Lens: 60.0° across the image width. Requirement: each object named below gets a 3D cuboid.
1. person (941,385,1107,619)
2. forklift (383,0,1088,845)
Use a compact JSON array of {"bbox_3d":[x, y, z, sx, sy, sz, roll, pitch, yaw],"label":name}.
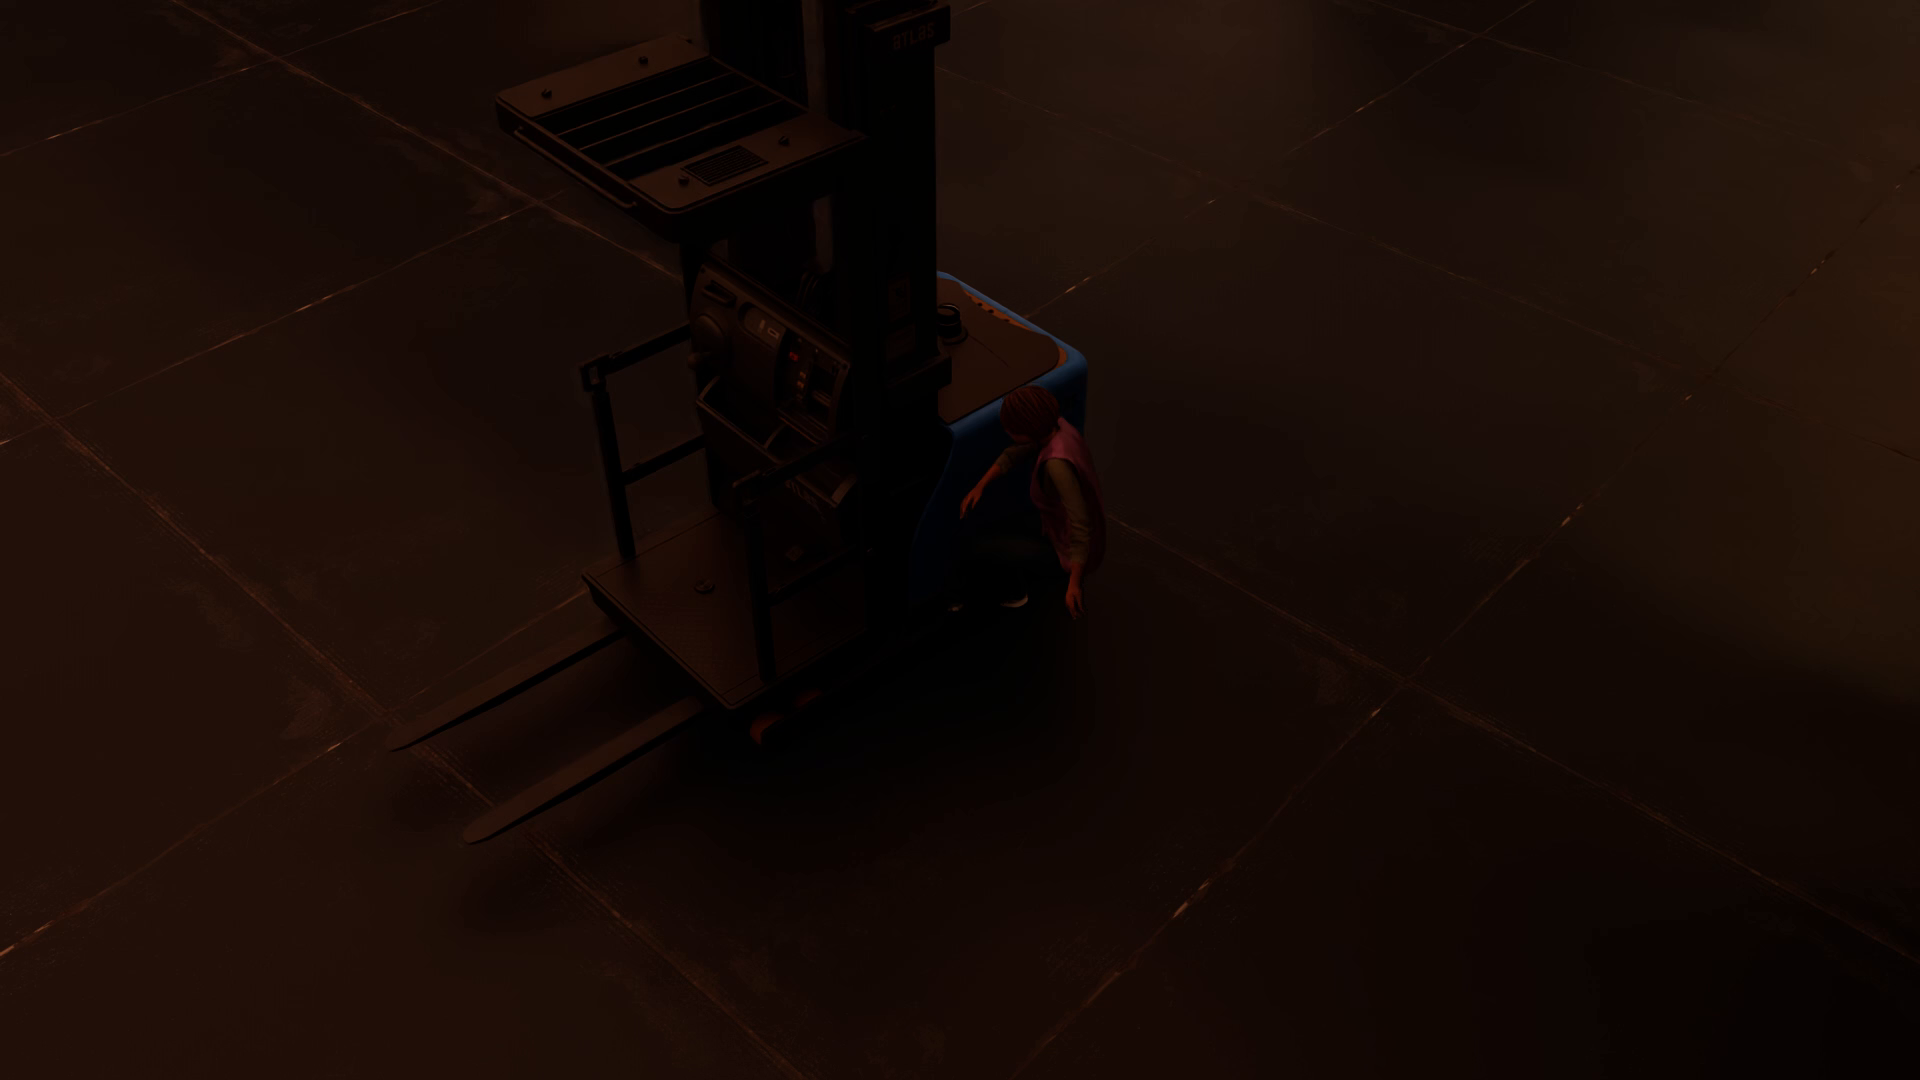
[{"bbox_3d":[0.179,-0.008,6.724,0.823,1.359,0.778,2,41,2],"label":"person"},{"bbox_3d":[-0.883,-0.655,6.192,3.031,2.935,1.130,-30,49,-30],"label":"forklift"}]
